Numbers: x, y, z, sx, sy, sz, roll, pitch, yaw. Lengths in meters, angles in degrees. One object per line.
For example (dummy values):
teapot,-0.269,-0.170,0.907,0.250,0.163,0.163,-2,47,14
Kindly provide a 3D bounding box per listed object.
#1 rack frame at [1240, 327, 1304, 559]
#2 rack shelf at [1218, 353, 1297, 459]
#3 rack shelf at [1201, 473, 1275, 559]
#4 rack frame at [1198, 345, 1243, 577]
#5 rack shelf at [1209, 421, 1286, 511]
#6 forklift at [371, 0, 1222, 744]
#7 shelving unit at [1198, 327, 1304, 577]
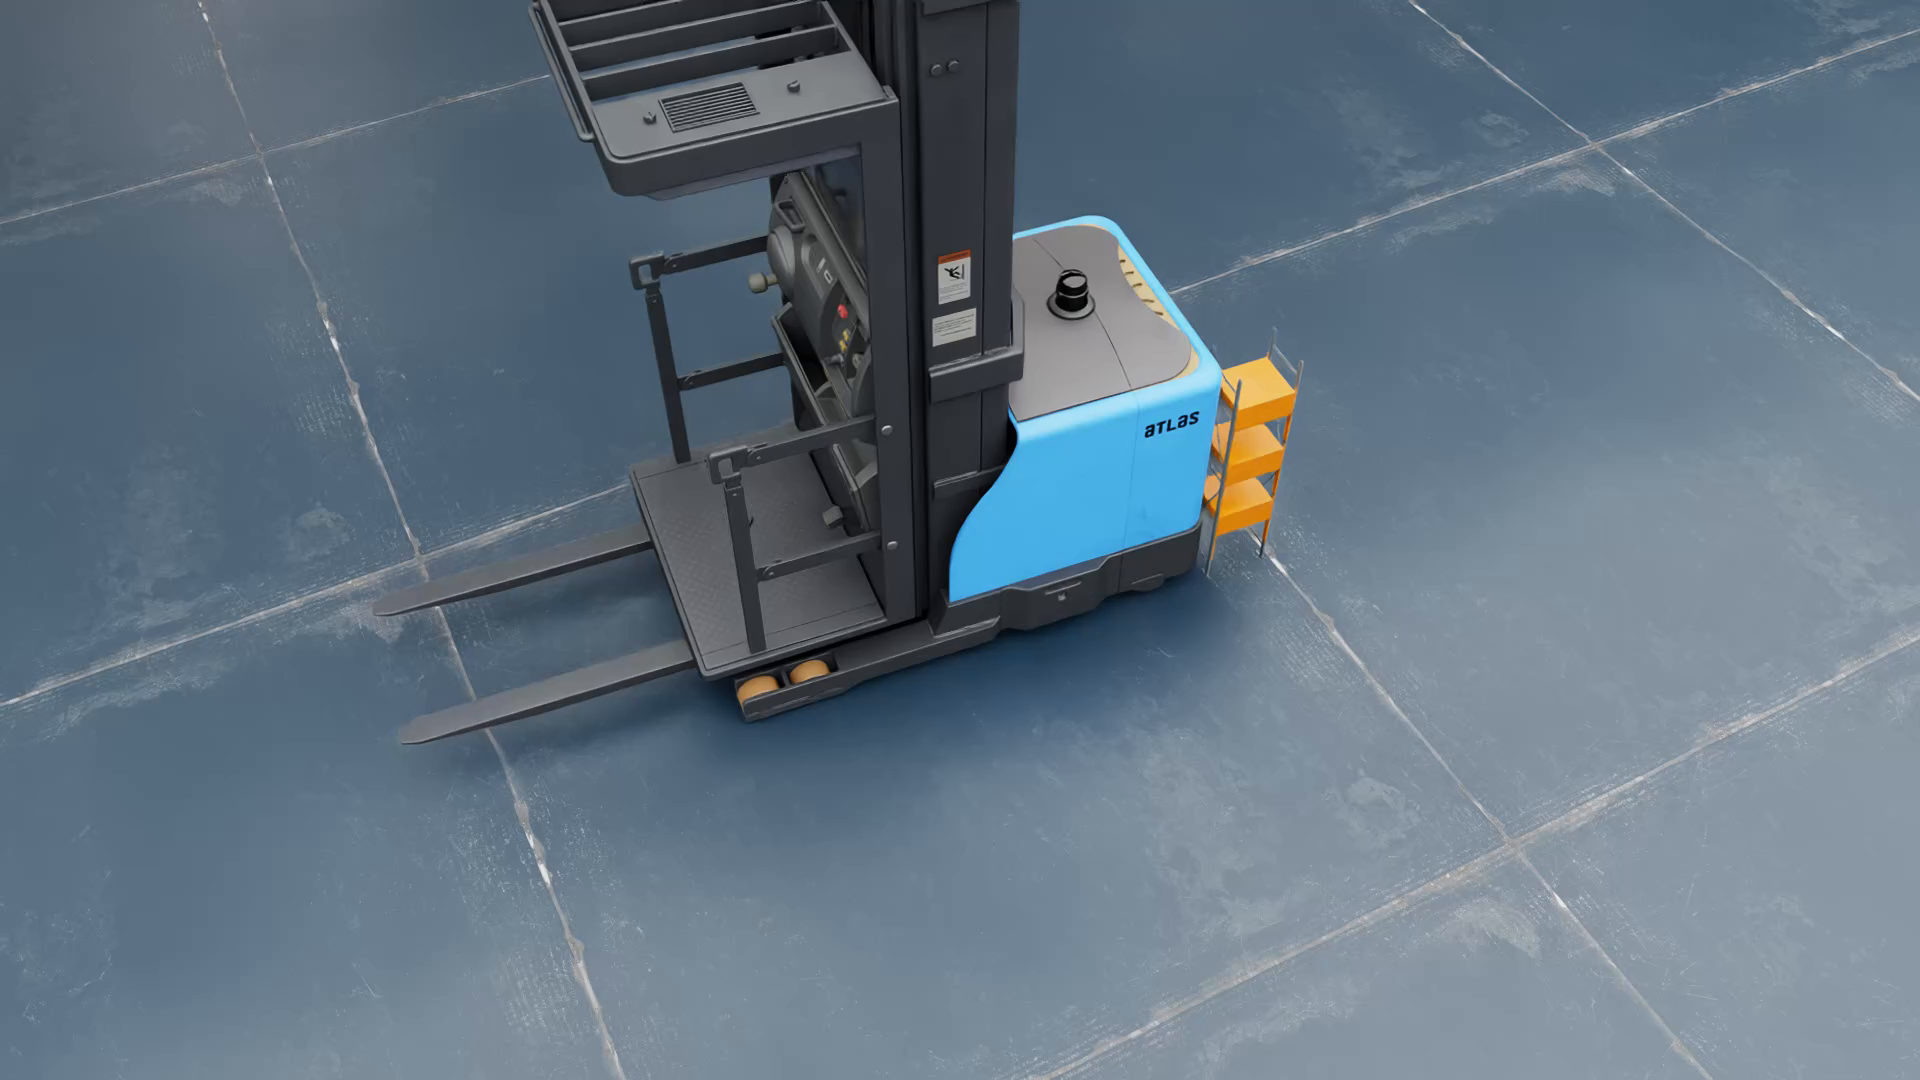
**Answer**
rack frame,1.155,-0.342,6.244,0.008,1.050,0.200,-18,51,-15
rack shelf,1.043,-0.485,6.007,0.240,0.259,0.215,-18,51,-15
rack shelf,1.043,-0.115,6.429,0.240,0.259,0.215,-18,51,-15
rack frame,0.931,-0.269,6.181,0.008,1.050,0.200,-18,51,-15
rack shelf,1.043,-0.298,6.220,0.240,0.259,0.215,-18,51,-15
forklift,-0.645,-0.766,5.366,3.031,2.935,1.130,-16,51,-14
shelving unit,1.043,-0.305,6.212,0.252,1.050,0.215,-18,51,-15
